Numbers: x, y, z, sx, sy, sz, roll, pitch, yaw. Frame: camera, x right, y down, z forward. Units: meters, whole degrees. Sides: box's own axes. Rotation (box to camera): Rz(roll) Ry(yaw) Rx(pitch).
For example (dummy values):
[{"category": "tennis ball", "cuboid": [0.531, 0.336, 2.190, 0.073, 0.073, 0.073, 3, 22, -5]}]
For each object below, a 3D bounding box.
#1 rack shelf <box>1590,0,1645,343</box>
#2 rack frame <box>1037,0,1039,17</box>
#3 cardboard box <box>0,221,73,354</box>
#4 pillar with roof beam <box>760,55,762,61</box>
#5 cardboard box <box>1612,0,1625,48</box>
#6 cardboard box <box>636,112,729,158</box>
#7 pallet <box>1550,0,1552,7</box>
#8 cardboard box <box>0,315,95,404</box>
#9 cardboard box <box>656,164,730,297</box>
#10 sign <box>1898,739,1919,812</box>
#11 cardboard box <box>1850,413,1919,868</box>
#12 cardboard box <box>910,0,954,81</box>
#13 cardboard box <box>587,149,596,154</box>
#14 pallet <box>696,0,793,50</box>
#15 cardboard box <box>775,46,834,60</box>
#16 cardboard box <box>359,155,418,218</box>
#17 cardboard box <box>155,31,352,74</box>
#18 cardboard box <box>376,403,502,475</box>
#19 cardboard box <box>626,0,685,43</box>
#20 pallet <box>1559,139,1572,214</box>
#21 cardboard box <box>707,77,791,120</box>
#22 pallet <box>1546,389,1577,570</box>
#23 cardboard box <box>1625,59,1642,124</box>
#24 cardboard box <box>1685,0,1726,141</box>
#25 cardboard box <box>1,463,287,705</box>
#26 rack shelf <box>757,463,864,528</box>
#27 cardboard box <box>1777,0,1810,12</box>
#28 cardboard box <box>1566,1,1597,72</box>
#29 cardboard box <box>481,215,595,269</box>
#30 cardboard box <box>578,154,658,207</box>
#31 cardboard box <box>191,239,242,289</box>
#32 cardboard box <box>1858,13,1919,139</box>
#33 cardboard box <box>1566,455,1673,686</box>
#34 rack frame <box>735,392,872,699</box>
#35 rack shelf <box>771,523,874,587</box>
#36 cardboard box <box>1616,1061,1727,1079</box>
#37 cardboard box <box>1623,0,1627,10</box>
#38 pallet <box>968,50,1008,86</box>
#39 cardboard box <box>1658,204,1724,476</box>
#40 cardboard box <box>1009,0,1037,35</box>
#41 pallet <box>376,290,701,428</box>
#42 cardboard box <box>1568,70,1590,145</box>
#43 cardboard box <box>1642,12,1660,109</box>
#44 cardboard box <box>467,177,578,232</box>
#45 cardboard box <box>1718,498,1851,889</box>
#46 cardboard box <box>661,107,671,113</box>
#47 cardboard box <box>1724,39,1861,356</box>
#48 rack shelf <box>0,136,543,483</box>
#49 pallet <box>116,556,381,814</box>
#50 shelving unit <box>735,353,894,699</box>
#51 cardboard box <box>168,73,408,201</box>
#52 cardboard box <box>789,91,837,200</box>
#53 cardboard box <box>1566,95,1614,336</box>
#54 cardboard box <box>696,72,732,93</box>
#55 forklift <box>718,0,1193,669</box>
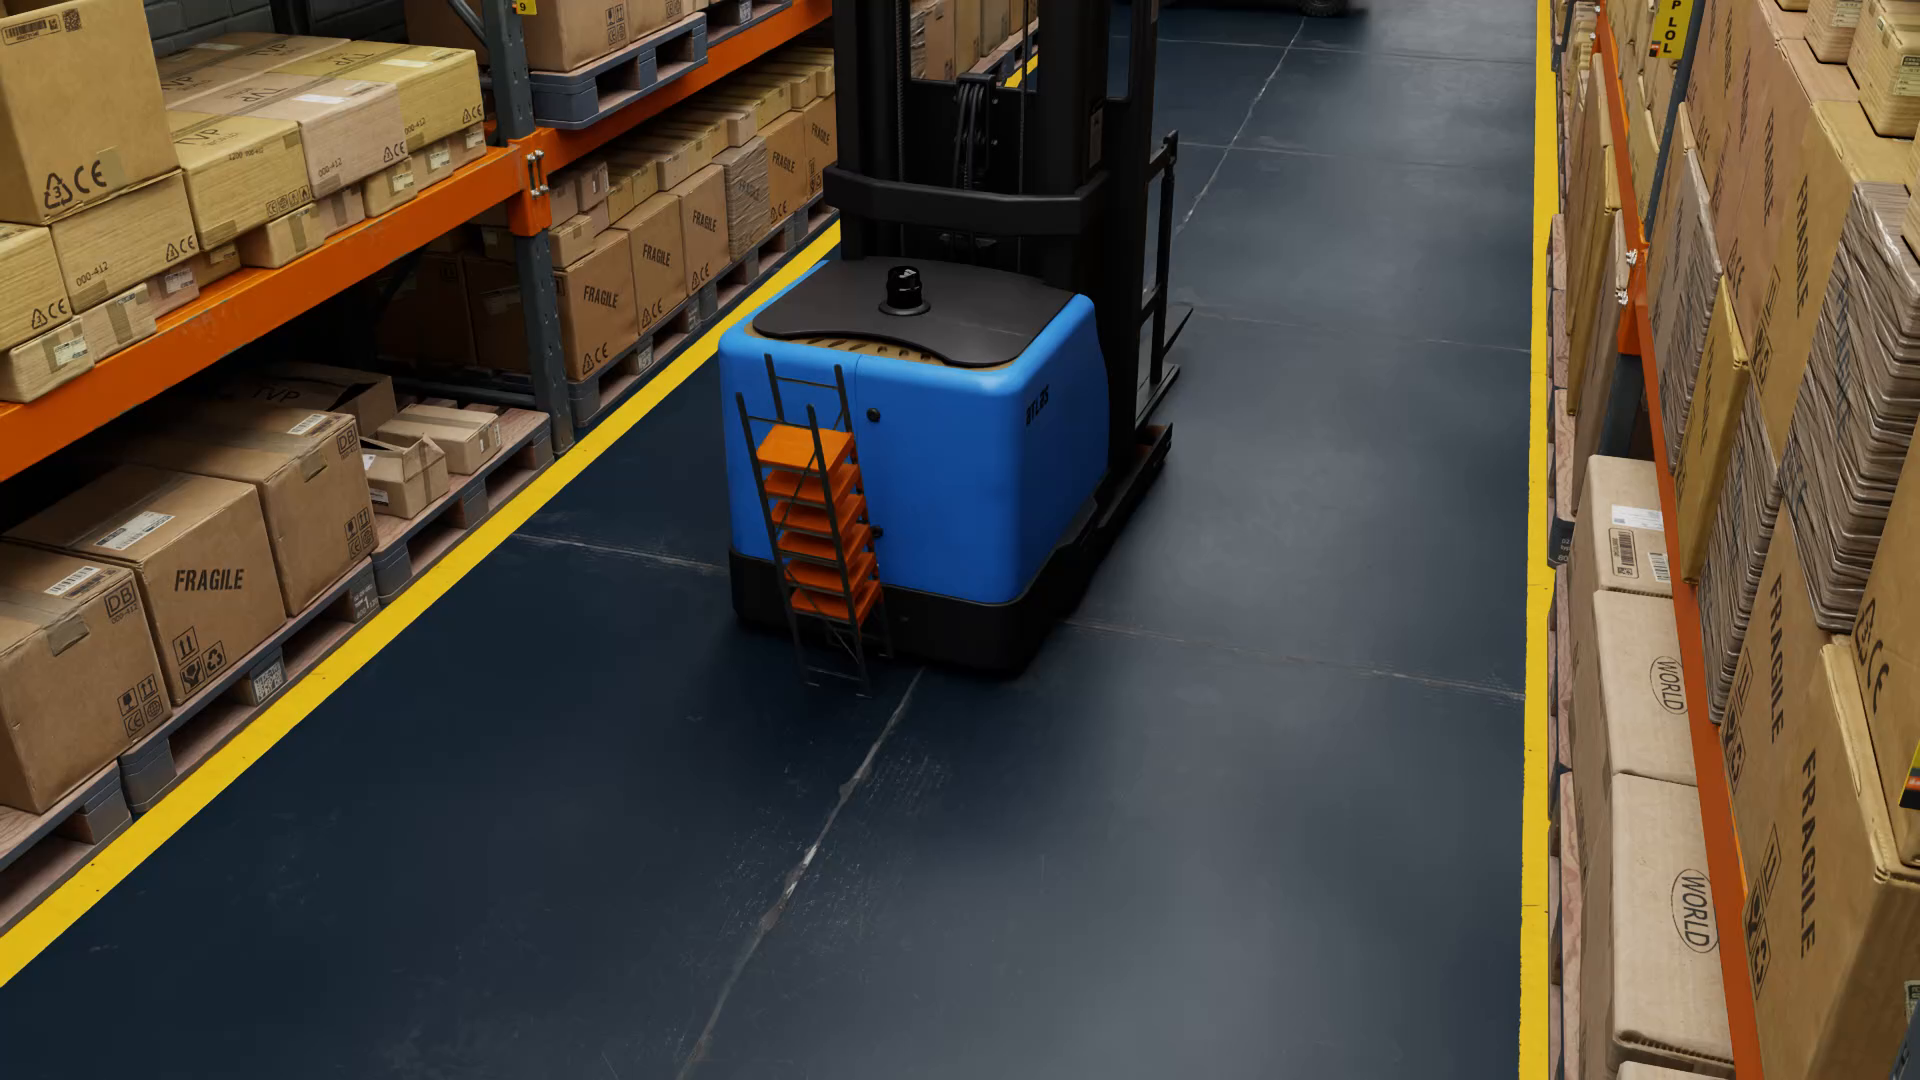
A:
[{"category": "rack shelf", "cuboid": [3.227, -1.659, 6.886, 1.077, 0.370, 4.000, 8, 30, 15]}, {"category": "rack frame", "cuboid": [0.242, -5.468, 12.994, 1.000, 3.000, 0.127, 8, 30, 15]}, {"category": "cardboard box", "cuboid": [-2.596, -0.599, 4.089, 0.500, 0.250, 0.500, 8, 30, 14]}, {"category": "pillar with roof beam", "cuboid": [2.705, -6.351, 8.410, 9.100, 9.000, 0.400, 8, 30, 15]}, {"category": "cardboard box", "cuboid": [3.296, -2.404, 7.641, 0.500, 0.250, 0.500, 8, 30, 13]}, {"category": "cardboard box", "cuboid": [-1.372, -1.999, 8.230, 0.380, 0.149, 0.250, 9, 30, 15]}, {"category": "pallet", "cuboid": [5.868, -4.994, 15.010, 1.003, 0.211, 1.213, 8, 30, 15]}, {"category": "cardboard box", "cuboid": [-2.496, -0.487, 4.298, 0.380, 0.149, 0.250, 8, 30, 13]}, {"category": "cardboard box", "cuboid": [-1.451, -1.514, 8.026, 0.500, 0.500, 0.500, 8, 30, 13]}, {"category": "sign", "cuboid": [0.951, 0.122, 1.511, 0.100, 0.325, 0.005, 8, 30, 15]}, {"category": "cardboard box", "cuboid": [1.380, 0.077, 1.896, 0.500, 0.500, 0.500, 9, 30, 17]}, {"category": "cardboard box", "cuboid": [-0.551, -3.348, 11.193, 0.875, 0.625, 0.625, 9, 30, 17]}, {"category": "cardboard box", "cuboid": [-1.956, -1.817, 7.903, 0.380, 0.149, 0.250, 9, 30, 16]}, {"category": "pallet", "cuboid": [-1.498, -2.621, 8.073, 1.003, 0.211, 1.213, 8, 30, 15]}, {"category": "cardboard box", "cuboid": [-0.835, -2.718, 9.523, 0.380, 0.149, 0.250, 7, 30, 12]}, {"category": "cardboard box", "cuboid": [-2.067, -1.208, 5.594, 0.380, 0.149, 0.250, 9, 30, 16]}, {"category": "cardboard box", "cuboid": [-2.510, -1.623, 5.930, 0.500, 0.250, 0.500, 8, 30, 14]}, {"category": "cardboard box", "cuboid": [-1.989, -0.387, 6.361, 0.380, 0.149, 0.250, 8, 30, 13]}, {"category": "cardboard box", "cuboid": [-1.598, -2.411, 6.964, 0.700, 0.500, 0.500, 9, 30, 15]}, {"category": "pallet", "cuboid": [4.045, -2.047, 9.713, 1.003, 0.211, 1.213, 8, 30, 15]}, {"category": "cardboard box", "cuboid": [-1.126, -2.355, 8.869, 0.380, 0.149, 0.250, 9, 30, 16]}, {"category": "pallet", "cuboid": [2.795, -0.194, 6.382, 1.003, 0.211, 1.213, 8, 30, 15]}, {"category": "cardboard box", "cuboid": [2.848, -1.691, 6.358, 0.500, 0.250, 0.500, 8, 30, 14]}, {"category": "cardboard box", "cuboid": [2.269, -1.338, 4.438, 0.500, 0.500, 0.500, 9, 30, 15]}, {"category": "cardboard box", "cuboid": [-2.471, 0.124, 5.082, 0.500, 0.500, 0.500, 9, 30, 16]}, {"category": "rack shelf", "cuboid": [-0.438, -0.152, 4.890, 0.258, 0.103, 0.180, 11, 46, 19]}, {"category": "cardboard box", "cuboid": [1.968, -1.226, 3.569, 0.380, 0.149, 0.250, 8, 30, 13]}, {"category": "cardboard box", "cuboid": [4.837, -3.553, 11.822, 0.950, 0.372, 0.625, 9, 30, 16]}, {"category": "cardboard box", "cuboid": [-1.746, -1.254, 6.890, 0.380, 0.149, 0.250, 10, 31, 17]}, {"category": "cardboard box", "cuboid": [-1.607, -1.644, 7.591, 0.380, 0.149, 0.250, 8, 30, 14]}, {"category": "cardboard box", "cuboid": [-2.401, -0.863, 4.975, 0.380, 0.149, 0.250, 9, 30, 16]}, {"category": "cardboard box", "cuboid": [1.702, -0.745, 2.705, 0.380, 0.149, 0.250, 9, 30, 16]}, {"category": "cardboard box", "cuboid": [2.353, 0.169, 5.064, 0.875, 0.438, 0.875, 8, 30, 14]}, {"category": "rack frame", "cuboid": [-0.452, 0.051, 4.963, 0.240, 1.200, 0.006, 11, 46, 19]}, {"category": "rack shelf", "cuboid": [-0.415, 0.022, 5.053, 0.258, 0.103, 0.180, 11, 46, 19]}, {"category": "cardboard box", "cuboid": [1.564, 1.430, 2.797, 0.875, 0.438, 0.875, 7, 30, 13]}, {"category": "cardboard box", "cuboid": [3.119, -2.385, 7.093, 0.500, 0.250, 0.500, 8, 30, 15]}, {"category": "pallet", "cuboid": [-0.293, -3.333, 12.024, 1.003, 0.211, 1.213, 8, 30, 15]}, {"category": "cardboard box", "cuboid": [1.948, -0.443, 3.858, 0.500, 0.500, 0.500, 9, 30, 15]}, {"category": "cardboard box", "cuboid": [0.100, -4.370, 13.030, 0.875, 0.625, 0.625, 10, 31, 17]}, {"category": "pallet", "cuboid": [-1.903, -0.915, 7.678, 1.003, 0.211, 1.213, 8, 30, 15]}, {"category": "cardboard box", "cuboid": [4.198, -2.543, 10.007, 0.950, 0.372, 0.625, 8, 30, 14]}, {"category": "cardboard box", "cuboid": [2.677, -1.670, 5.806, 0.500, 0.250, 0.500, 9, 30, 16]}, {"category": "cardboard box", "cuboid": [-1.804, -1.392, 6.833, 0.380, 0.149, 0.250, 8, 30, 14]}, {"category": "cardboard box", "cuboid": [1.516, 0.278, 2.561, 0.500, 0.500, 0.500, 8, 30, 14]}, {"category": "cardboard box", "cuboid": [-1.711, -2.177, 8.551, 0.380, 0.149, 0.250, 9, 30, 15]}, {"category": "cardboard box", "cuboid": [1.803, -0.633, 3.172, 0.500, 0.500, 0.500, 8, 30, 14]}, {"category": "rack shelf", "cuboid": [-2.693, -0.506, 4.815, 1.077, 0.370, 4.000, 8, 30, 15]}, {"category": "pallet", "cuboid": [-2.665, 0.356, 5.393, 1.003, 0.211, 1.213, 8, 30, 15]}, {"category": "shelving unit", "cuboid": [-0.419, -0.010, 5.023, 0.258, 1.200, 0.189, 11, 46, 19]}, {"category": "cardboard box", "cuboid": [-2.155, -1.308, 5.365, 0.500, 0.250, 0.500, 9, 30, 15]}, {"category": "cardboard box", "cuboid": [-1.007, -2.242, 9.334, 0.500, 0.500, 0.500, 8, 30, 14]}, {"category": "cardboard box", "cuboid": [3.266, -1.435, 7.497, 0.875, 0.875, 0.875, 9, 30, 15]}, {"category": "cardboard box", "cuboid": [-1.483, -2.539, 9.201, 0.380, 0.149, 0.250, 9, 30, 16]}, {"category": "forklift", "cuboid": [0.226, -1.564, 6.046, 1.130, 2.935, 3.031, 11, 31, 18]}]
